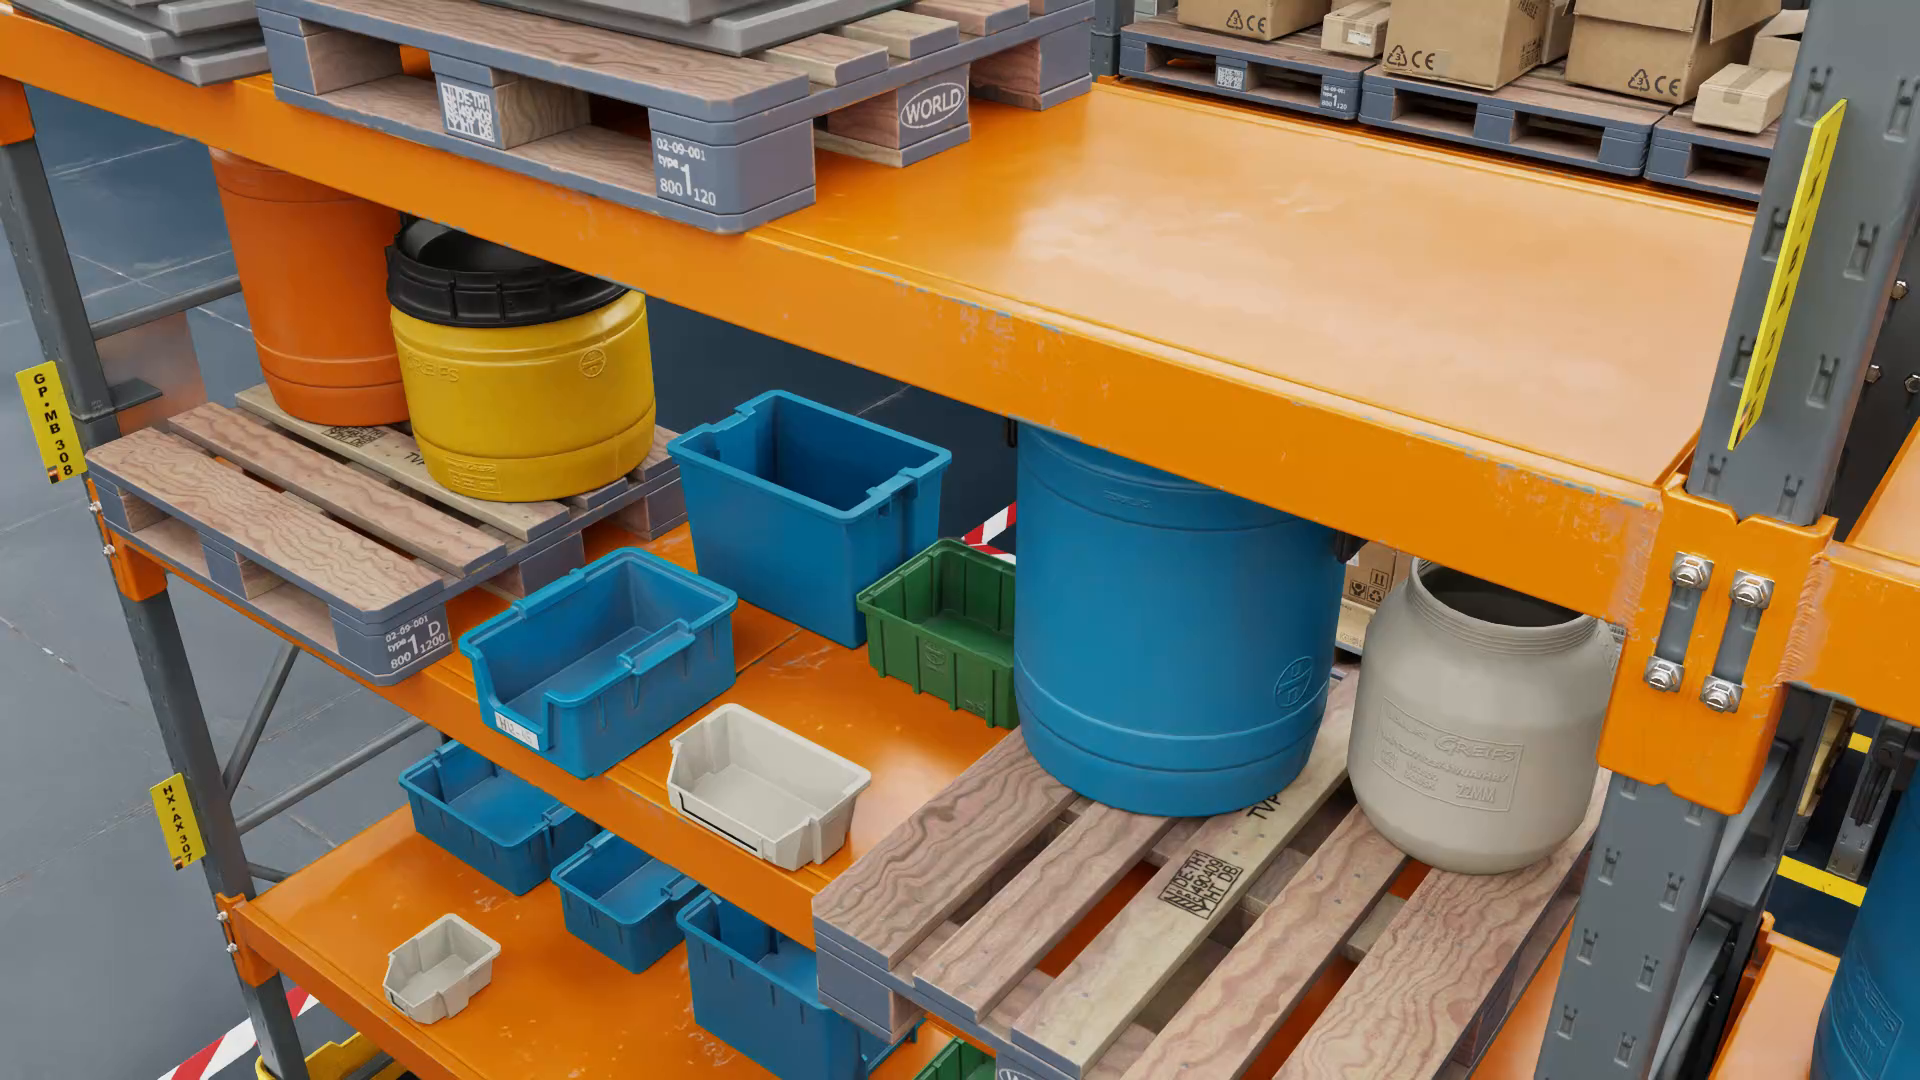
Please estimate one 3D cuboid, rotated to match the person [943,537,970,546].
[{"bbox_3d":[-0.079,0.707,6.917,0.425,1.650,0.549,20,36,29],"label":"person"}]
